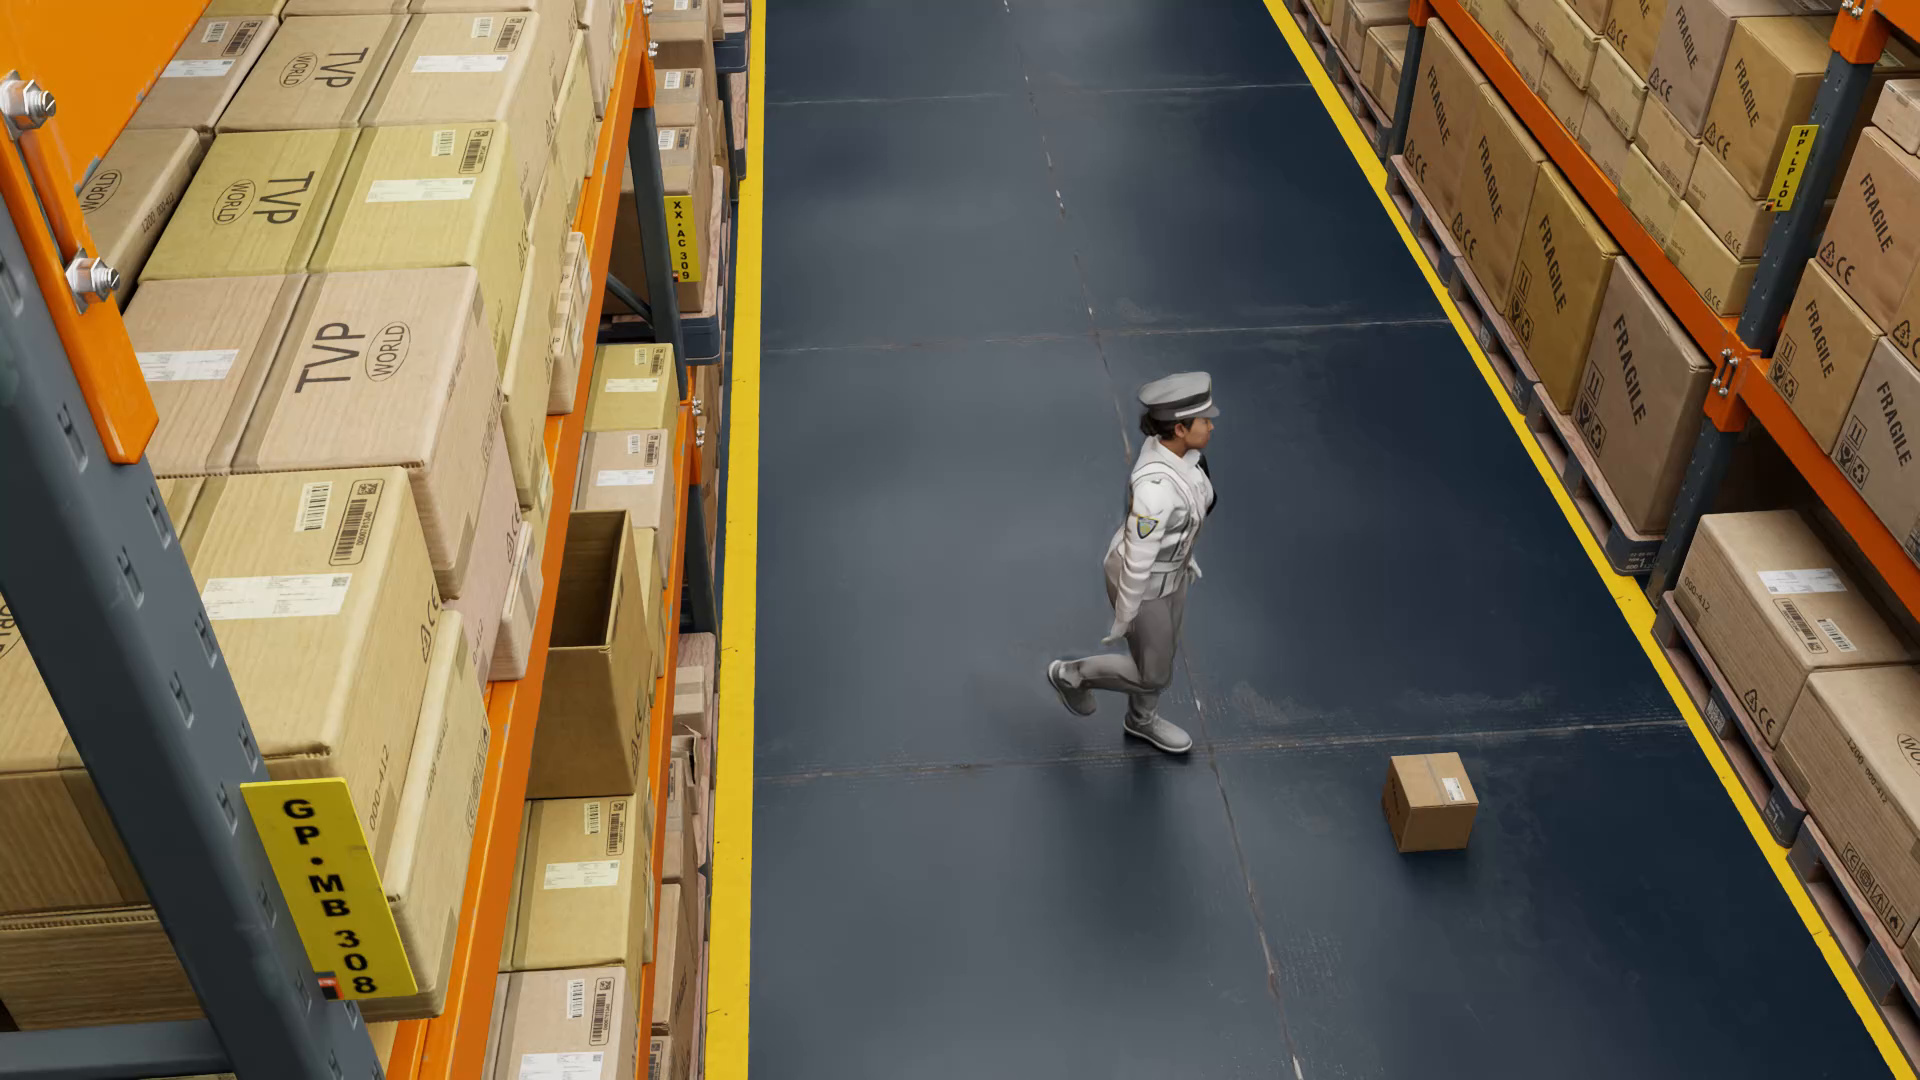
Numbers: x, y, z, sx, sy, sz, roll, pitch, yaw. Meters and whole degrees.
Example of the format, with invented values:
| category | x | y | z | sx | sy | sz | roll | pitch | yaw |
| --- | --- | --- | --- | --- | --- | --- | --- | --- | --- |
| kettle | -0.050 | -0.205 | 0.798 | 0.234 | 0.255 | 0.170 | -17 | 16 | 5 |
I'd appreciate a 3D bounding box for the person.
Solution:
| category | x | y | z | sx | sy | sz | roll | pitch | yaw |
| --- | --- | --- | --- | --- | --- | --- | --- | --- | --- |
| person | 0.625 | 0.107 | 5.990 | 0.576 | 1.659 | 0.349 | 16 | 42 | 18 |
